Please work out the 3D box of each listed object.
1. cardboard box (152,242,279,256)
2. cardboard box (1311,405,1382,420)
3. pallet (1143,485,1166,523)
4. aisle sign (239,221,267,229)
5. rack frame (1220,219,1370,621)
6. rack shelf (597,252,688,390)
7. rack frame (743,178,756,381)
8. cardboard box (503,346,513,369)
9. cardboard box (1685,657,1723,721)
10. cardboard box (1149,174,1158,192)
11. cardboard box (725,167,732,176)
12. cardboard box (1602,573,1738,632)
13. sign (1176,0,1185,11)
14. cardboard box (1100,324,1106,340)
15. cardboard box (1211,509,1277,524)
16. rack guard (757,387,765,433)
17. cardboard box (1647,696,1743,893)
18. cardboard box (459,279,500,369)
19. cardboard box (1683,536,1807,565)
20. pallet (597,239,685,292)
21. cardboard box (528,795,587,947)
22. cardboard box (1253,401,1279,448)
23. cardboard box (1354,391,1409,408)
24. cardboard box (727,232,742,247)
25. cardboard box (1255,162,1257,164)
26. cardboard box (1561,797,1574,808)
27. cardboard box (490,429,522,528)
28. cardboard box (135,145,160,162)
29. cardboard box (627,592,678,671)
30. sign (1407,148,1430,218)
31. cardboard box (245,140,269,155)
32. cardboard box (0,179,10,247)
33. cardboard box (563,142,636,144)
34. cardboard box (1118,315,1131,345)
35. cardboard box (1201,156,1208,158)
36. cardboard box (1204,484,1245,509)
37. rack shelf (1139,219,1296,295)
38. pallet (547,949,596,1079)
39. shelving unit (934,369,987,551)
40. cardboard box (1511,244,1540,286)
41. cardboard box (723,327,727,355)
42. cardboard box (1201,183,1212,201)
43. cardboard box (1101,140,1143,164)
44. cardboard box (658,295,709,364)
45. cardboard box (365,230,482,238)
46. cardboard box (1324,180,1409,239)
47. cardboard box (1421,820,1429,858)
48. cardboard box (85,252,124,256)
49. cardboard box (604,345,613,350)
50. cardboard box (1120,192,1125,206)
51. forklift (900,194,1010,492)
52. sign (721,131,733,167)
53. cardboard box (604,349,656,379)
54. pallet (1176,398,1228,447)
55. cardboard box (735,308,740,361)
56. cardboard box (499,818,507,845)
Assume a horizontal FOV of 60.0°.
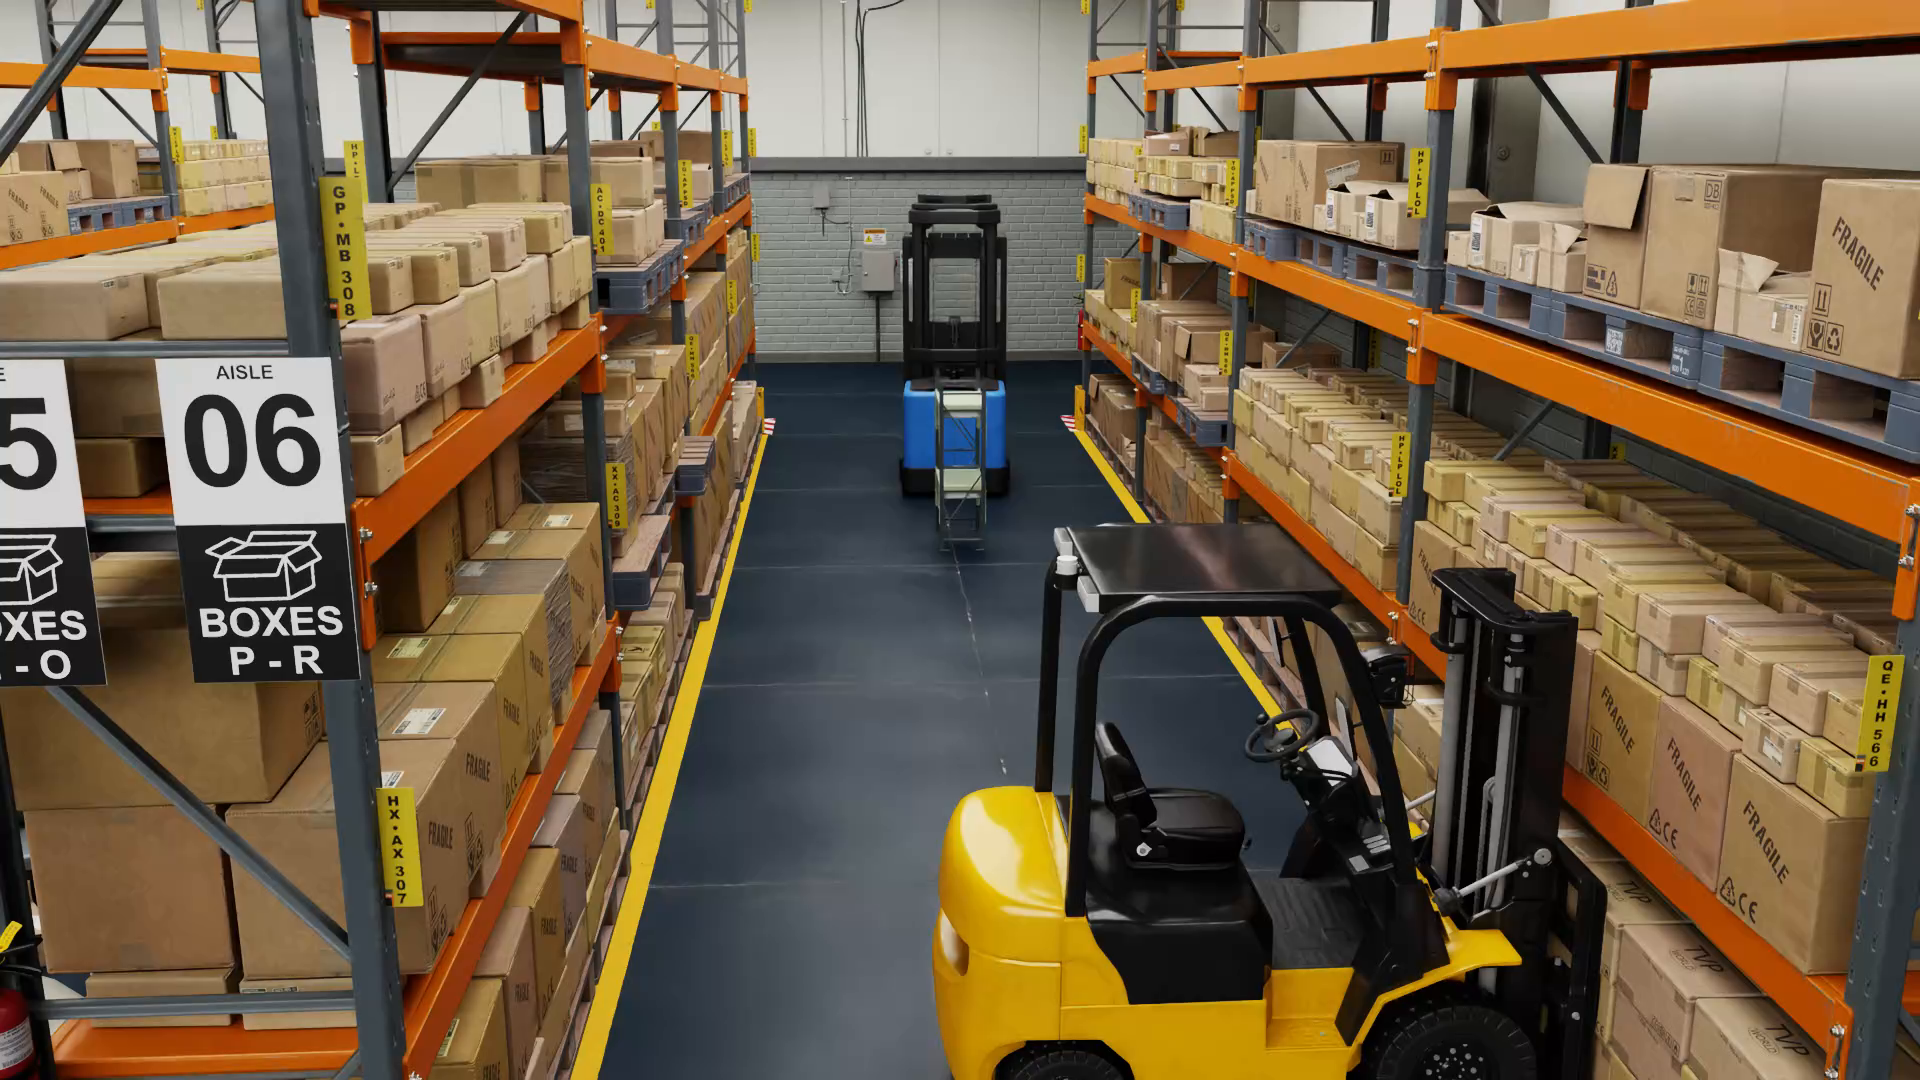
[{"bbox_3d":[-2.269,-0.839,5.153,0.380,0.149,0.250,-1,14,-3],"label":"cardboard box"},{"bbox_3d":[2.418,-0.752,10.426,0.380,0.149,0.250,-1,14,-3],"label":"cardboard box"},{"bbox_3d":[2.329,-0.300,15.768,1.003,0.211,1.213,-1,14,-3],"label":"pallet"},{"bbox_3d":[-8.199,-3.940,19.103,0.394,0.787,0.004,-1,14,-3],"label":"aisle sign"},{"bbox_3d":[2.489,-0.857,12.338,1.000,3.000,0.127,-1,14,-3],"label":"rack frame"},{"bbox_3d":[-2.341,-1.386,9.819,1.077,0.370,4.000,-1,14,-3],"label":"rack shelf"},{"bbox_3d":[-2.960,-2.769,19.769,1.000,3.000,0.127,-1,14,-3],"label":"rack frame"},{"bbox_3d":[-1.912,-0.720,6.289,0.380,0.149,0.250,-1,14,-2],"label":"cardboard box"},{"bbox_3d":[2.679,0.498,5.570,0.380,0.149,0.250,-1,14,-4],"label":"cardboard box"},{"bbox_3d":[1.888,-3.164,14.743,0.380,0.149,0.250,-1,14,-3],"label":"cardboard box"},{"bbox_3d":[-2.737,-4.138,18.532,0.380,0.149,0.250,-2,15,-8],"label":"cardboard box"},{"bbox_3d":[2.573,0.224,6.036,0.380,0.149,0.250,-1,14,-2],"label":"cardboard box"},{"bbox_3d":[2.549,-6.285,19.201,0.100,0.325,0.005,-1,14,-3],"label":"sign"},{"bbox_3d":[1.770,-2.318,18.519,0.380,0.149,0.250,-1,14,-5],"label":"cardboard box"},{"bbox_3d":[2.248,0.048,12.993,0.500,0.500,0.500,0,14,-2],"label":"cardboard box"},{"bbox_3d":[-2.962,-1.565,20.104,1.175,0.500,0.348,-1,14,-3],"label":"rack guard"},{"bbox_3d":[2.669,0.837,5.555,0.500,0.500,0.500,0,14,-2],"label":"cardboard box"},{"bbox_3d":[-1.813,-0.697,5.399,0.500,0.250,0.500,0,14,-2],"label":"cardboard box"},{"bbox_3d":[3.090,0.088,6.564,0.380,0.149,0.250,0,14,-2],"label":"cardboard box"},{"bbox_3d":[-2.216,-1.560,9.425,1.213,0.211,1.003,-1,14,-3],"label":"pallet"},{"bbox_3d":[-1.846,1.377,6.826,0.500,0.500,0.500,0,14,0],"label":"cardboard box"},{"bbox_3d":[2.303,-0.788,11.367,0.500,0.250,0.500,0,14,-2],"label":"cardboard box"},{"bbox_3d":[2.818,-0.887,10.952,0.380,0.149,0.250,-1,14,-4],"label":"cardboard box"},{"bbox_3d":[-2.624,-3.341,18.482,0.380,0.149,0.250,-1,14,-2],"label":"cardboard box"},{"bbox_3d":[2.604,-2.984,13.489,0.380,0.149,0.250,-1,14,-4],"label":"cardboard box"},{"bbox_3d":[2.518,1.158,7.176,0.500,0.250,0.500,0,14,-2],"label":"cardboard box"},{"bbox_3d":[-2.406,-0.349,7.558,0.700,0.500,0.500,-1,14,-4],"label":"cardboard box"},{"bbox_3d":[-7.423,-3.564,15.337,0.380,0.149,0.250,-1,14,-4],"label":"cardboard box"},{"bbox_3d":[-2.386,0.614,11.052,0.950,0.372,0.625,-1,14,-5],"label":"cardboard box"},{"bbox_3d":[2.196,-1.707,7.952,0.100,0.325,0.005,-1,14,-3],"label":"sign"},{"bbox_3d":[-7.522,-4.214,17.863,0.380,0.149,0.250,-1,14,-3],"label":"cardboard box"},{"bbox_3d":[-7.169,-2.325,11.823,0.500,0.500,0.500,-1,14,-3],"label":"cardboard box"},{"bbox_3d":[-2.863,-2.918,13.284,0.500,0.500,0.500,-1,14,-3],"label":"cardboard box"},{"bbox_3d":[1.921,-2.171,17.147,0.500,0.250,0.500,-1,14,-3],"label":"cardboard box"},{"bbox_3d":[2.415,-3.442,15.230,0.380,0.149,0.250,-1,14,-3],"label":"cardboard box"},{"bbox_3d":[2.158,-0.350,13.240,0.380,0.149,0.250,-2,15,-6],"label":"cardboard box"},{"bbox_3d":[2.365,-2.459,13.987,1.077,0.370,4.000,-1,14,-3],"label":"rack shelf"},{"bbox_3d":[-2.061,2.036,6.688,1.003,0.211,1.213,-1,14,-3],"label":"pallet"},{"bbox_3d":[0.000,-0.725,14.833,0.431,1.500,0.755,-1,14,-3],"label":"shelving unit"},{"bbox_3d":[2.509,-1.138,6.869,0.380,0.149,0.250,0,14,-2],"label":"cardboard box"},{"bbox_3d":[-2.443,-1.838,15.448,0.500,0.250,0.500,-1,14,-3],"label":"cardboard box"},{"bbox_3d":[2.173,-2.835,13.507,0.380,0.149,0.250,0,14,-2],"label":"cardboard box"},{"bbox_3d":[1.828,-4.247,18.195,0.500,0.250,0.500,-1,14,-4],"label":"cardboard box"},{"bbox_3d":[-2.308,-1.691,13.371,0.500,0.500,0.500,0,14,-2],"label":"cardboard box"},{"bbox_3d":[-1.850,-0.978,5.690,0.380,0.149,0.250,-1,14,-2],"label":"cardboard box"},{"bbox_3d":[2.401,-1.891,9.471,0.500,0.311,0.500,-1,14,-5],"label":"cardboard box"},{"bbox_3d":[2.483,1.517,7.784,0.500,0.250,0.500,-1,14,-5],"label":"cardboard box"},{"bbox_3d":[-7.946,-2.462,15.772,0.500,0.500,0.500,-1,14,-5],"label":"cardboard box"},{"bbox_3d":[-2.668,-1.060,11.486,0.500,0.500,0.500,-1,14,-5],"label":"cardboard box"},{"bbox_3d":[1.884,-3.586,17.430,0.380,0.149,0.250,-1,14,-3],"label":"cardboard box"},{"bbox_3d":[-0.056,-2.206,17.717,1.130,2.935,3.031,0,14,0],"label":"forklift"},{"bbox_3d":[-2.172,-3.641,15.467,0.100,0.325,0.005,-1,14,-3],"label":"sign"},{"bbox_3d":[-2.082,-1.087,10.289,0.380,0.149,0.250,-2,15,-6],"label":"cardboard box"},{"bbox_3d":[2.377,-0.932,13.013,1.213,0.211,1.003,-1,14,-3],"label":"pallet"},{"bbox_3d":[-2.507,-2.069,16.846,0.500,0.500,0.500,-1,14,-3],"label":"cardboard box"},{"bbox_3d":[-1.768,0.987,5.676,0.380,0.149,0.250,-1,14,-2],"label":"cardboard box"}]
